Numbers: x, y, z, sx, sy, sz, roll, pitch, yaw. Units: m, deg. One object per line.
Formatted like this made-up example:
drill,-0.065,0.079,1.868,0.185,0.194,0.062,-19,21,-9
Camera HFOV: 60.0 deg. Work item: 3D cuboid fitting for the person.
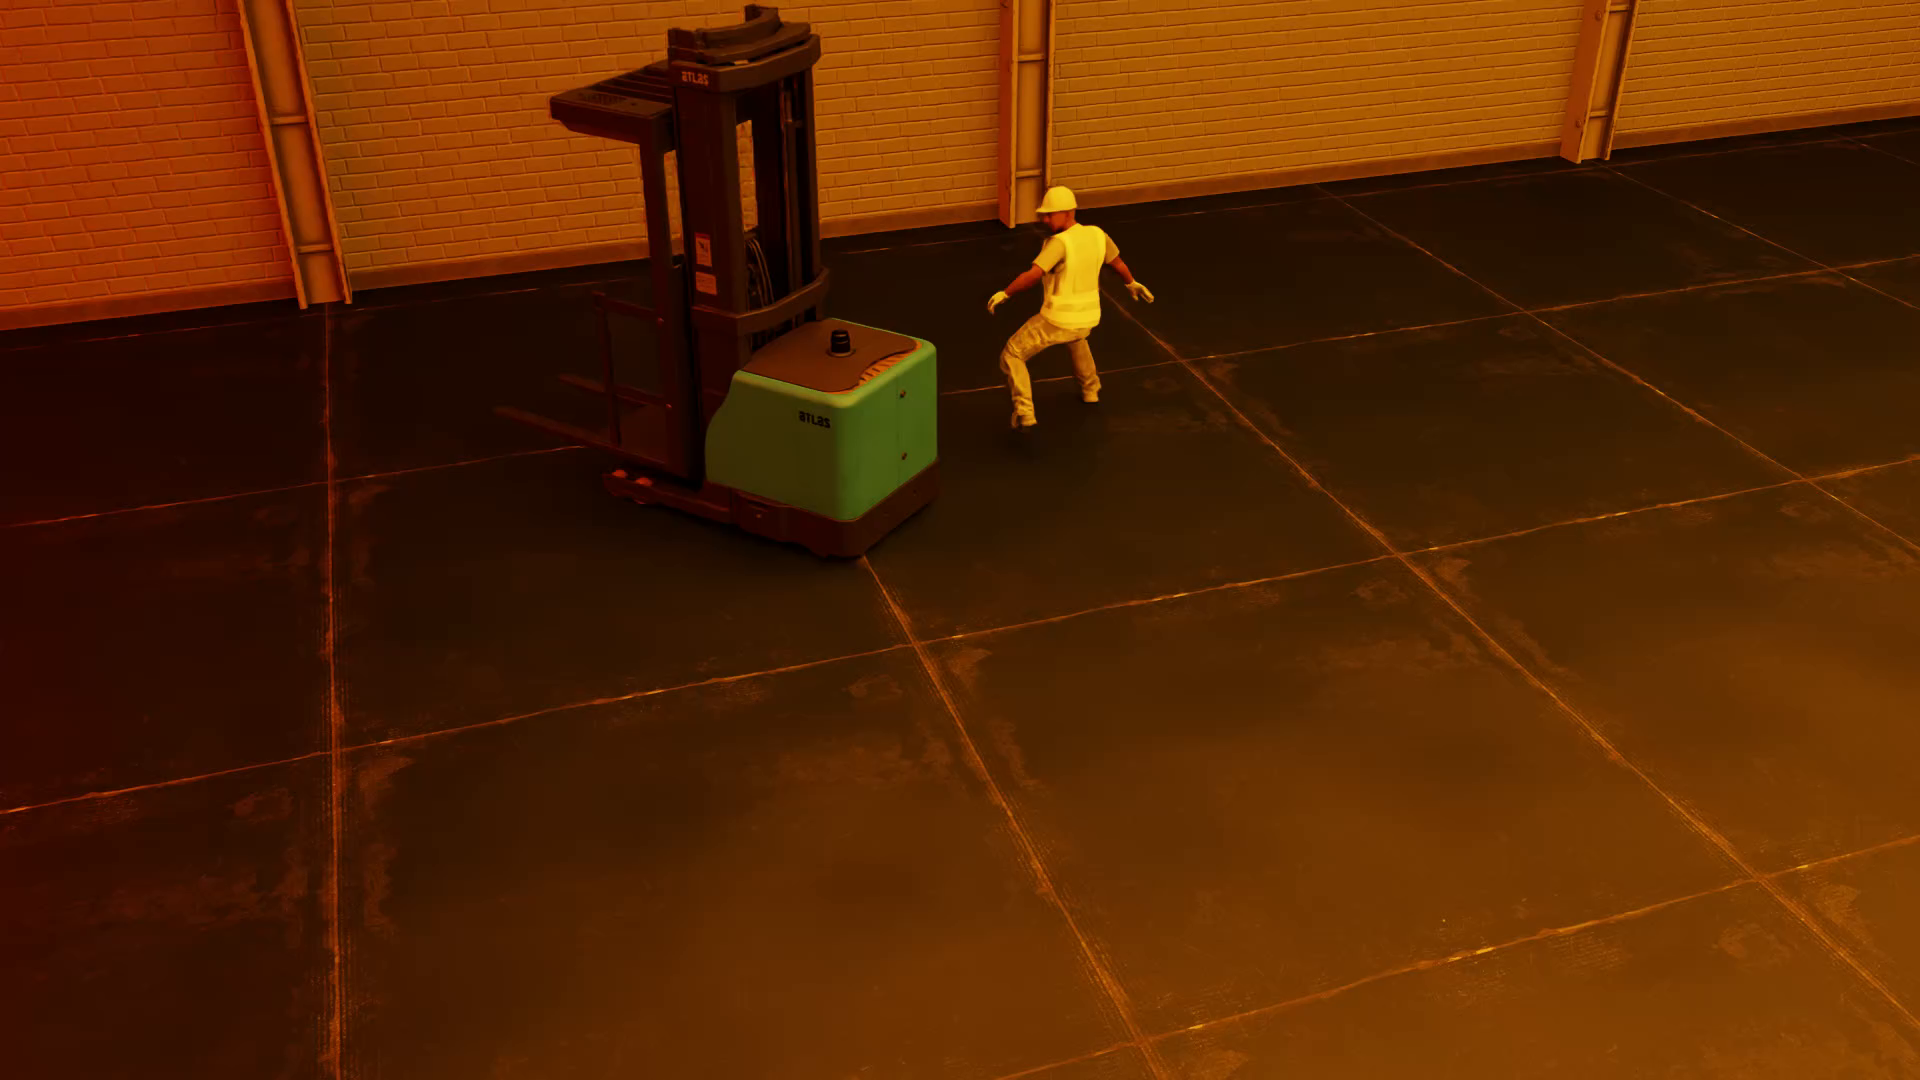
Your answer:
person,0.745,-1.539,11.152,1.236,1.677,0.520,-22,37,-33

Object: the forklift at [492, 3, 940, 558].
forklift,-1.654,-1.700,10.042,3.031,2.935,1.130,17,34,27
